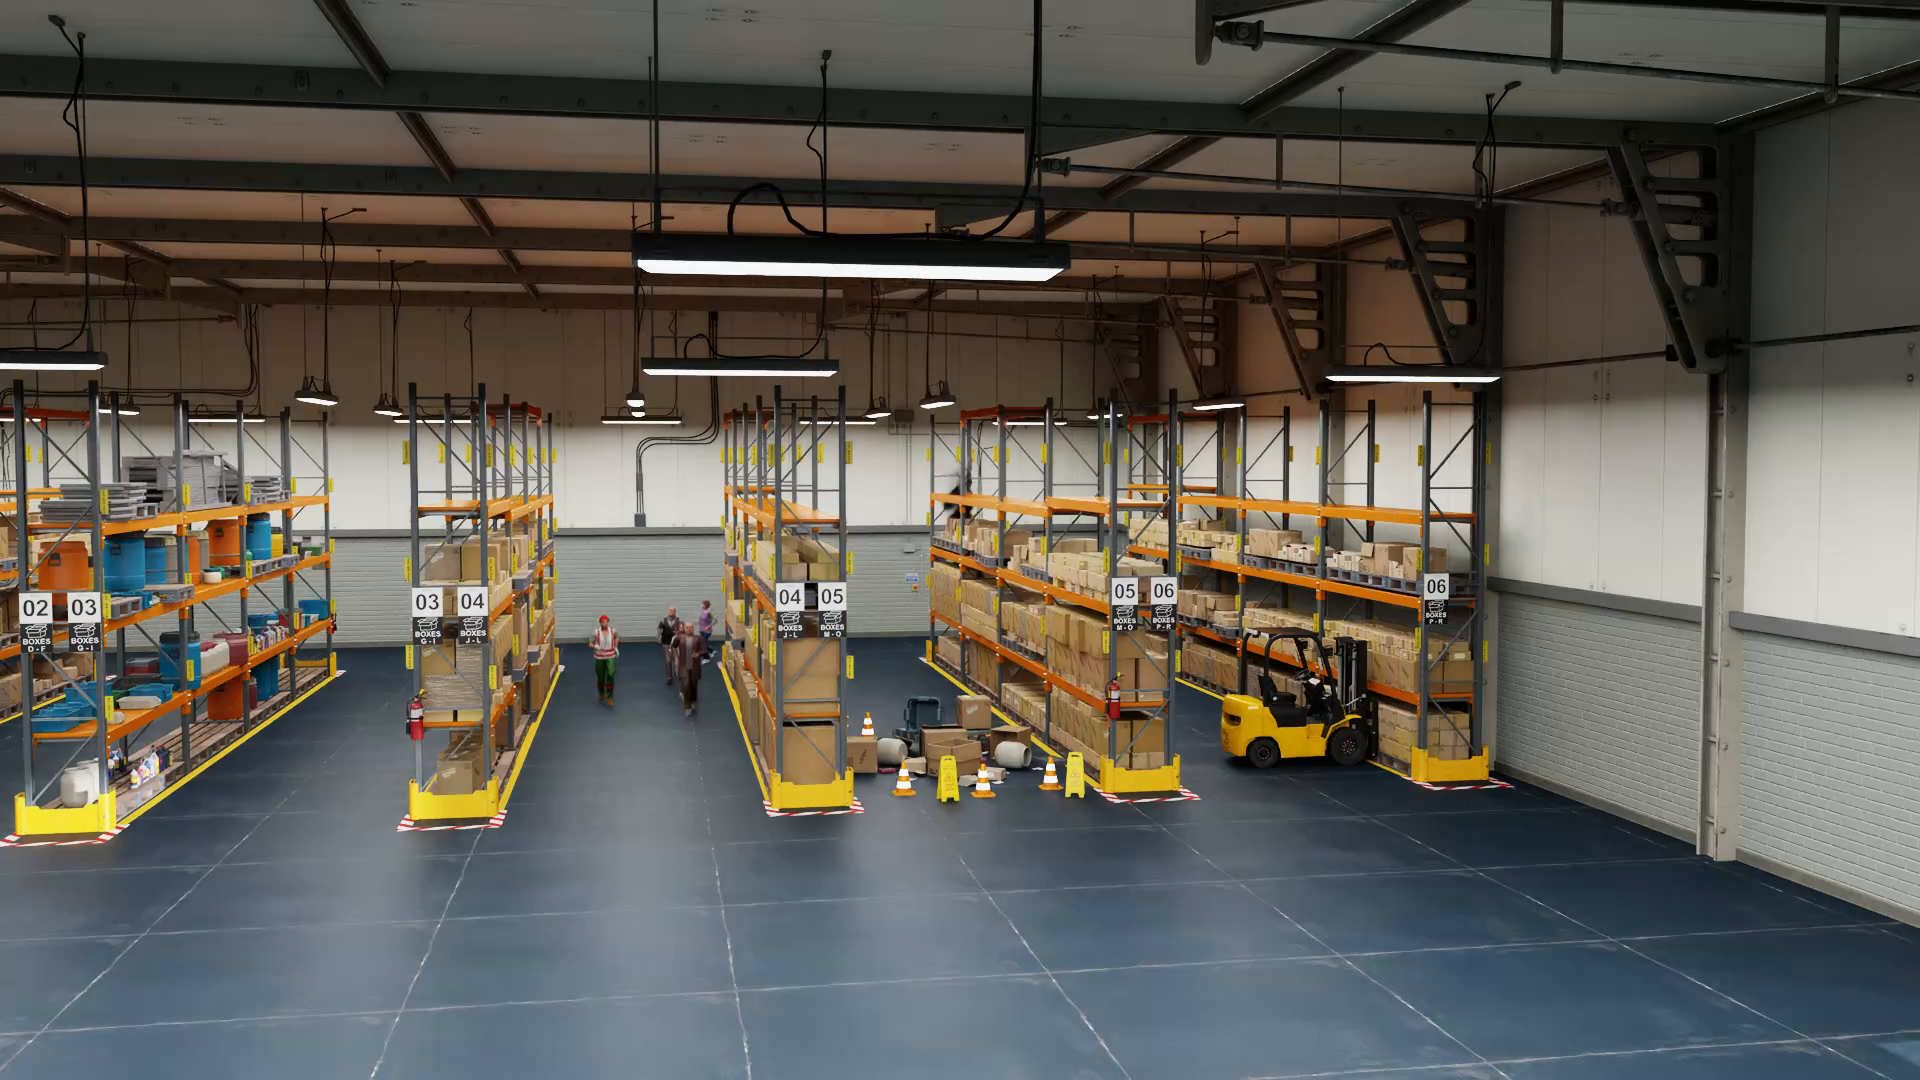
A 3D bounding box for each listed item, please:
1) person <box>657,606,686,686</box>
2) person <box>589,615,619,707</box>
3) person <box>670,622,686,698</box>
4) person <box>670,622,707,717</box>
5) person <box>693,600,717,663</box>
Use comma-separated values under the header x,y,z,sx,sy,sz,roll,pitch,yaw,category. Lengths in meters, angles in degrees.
x,y,z,sx,sy,sz,roll,pitch,yaw,category
-6.304,2.297,36.377,0.666,1.699,0.930,0,3,-8,person
-7.165,2.410,33.460,0.594,1.831,0.860,-1,3,-13,person
-5.685,2.489,34.215,0.548,1.568,0.563,-1,3,-12,person
-5.246,2.475,32.197,0.705,1.794,0.921,-1,3,-10,person
-6.135,2.210,40.037,0.563,1.551,0.557,-2,4,-38,person
